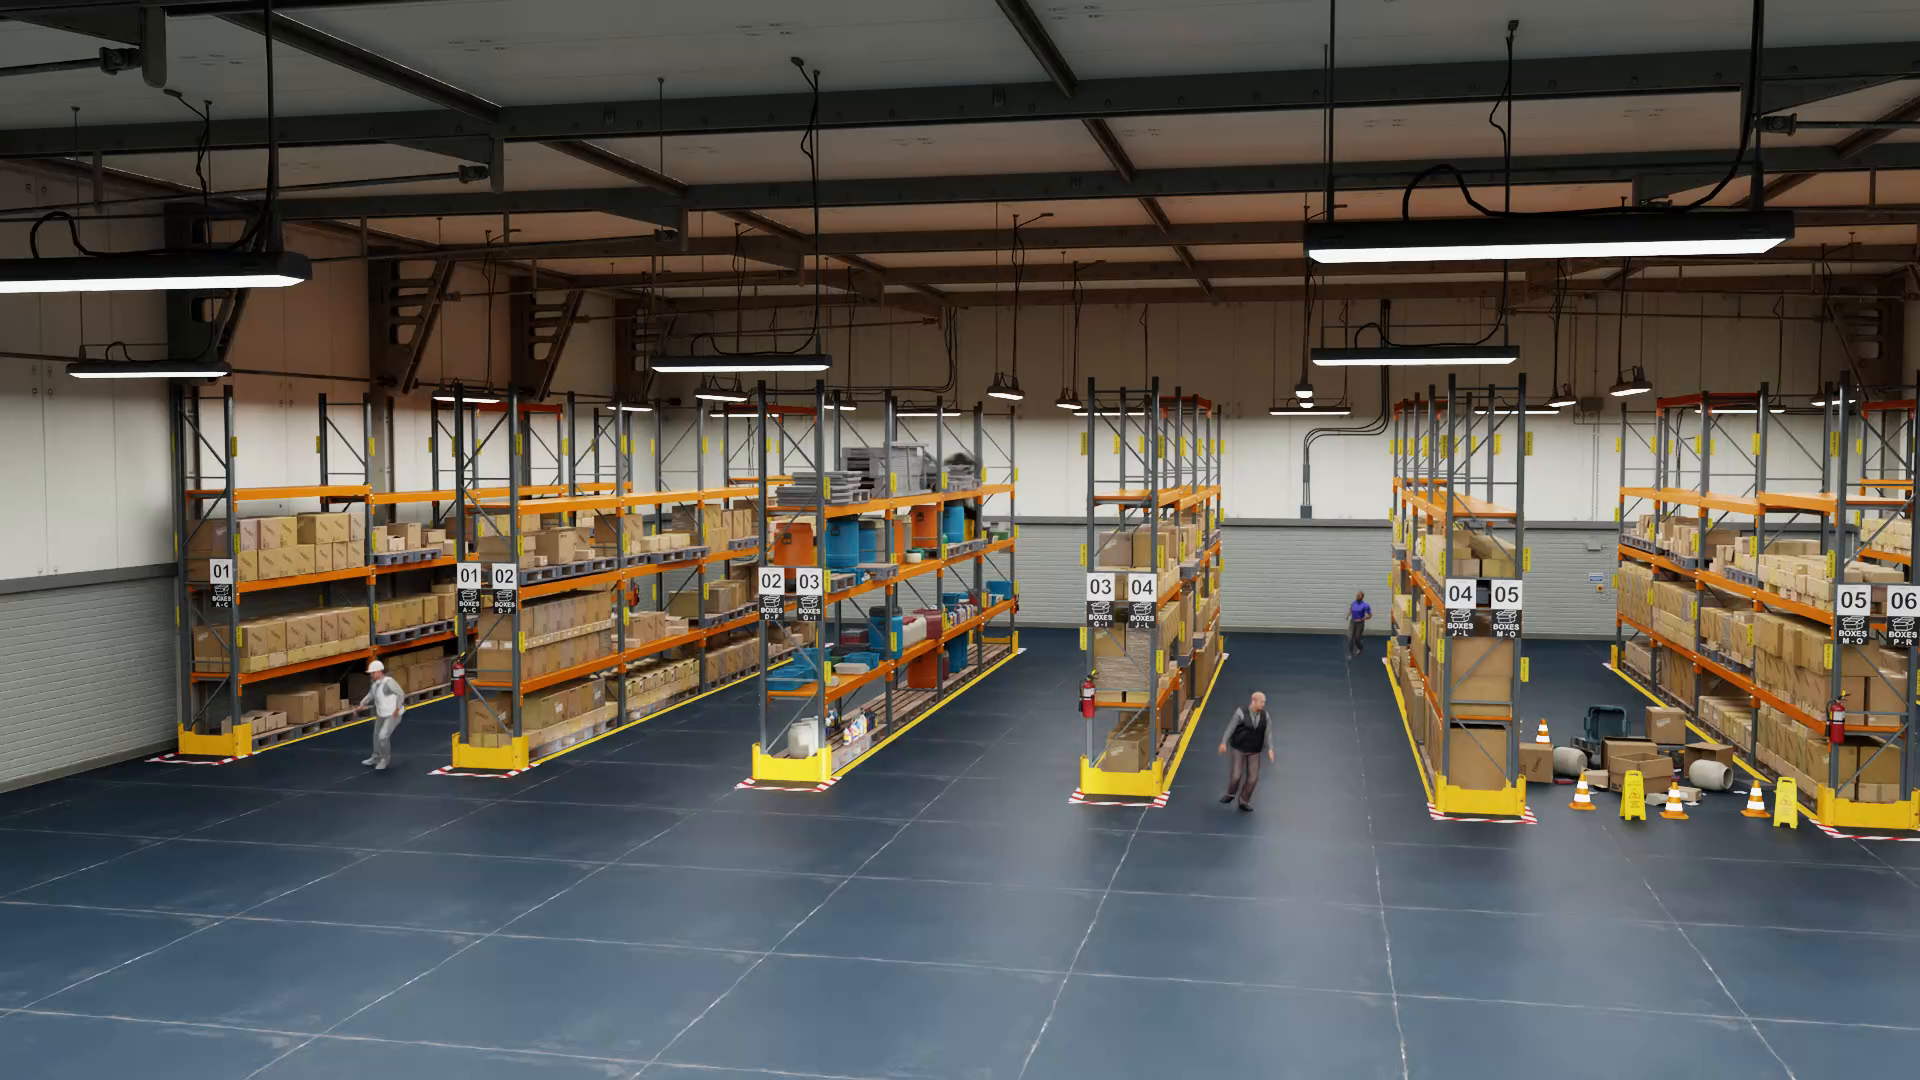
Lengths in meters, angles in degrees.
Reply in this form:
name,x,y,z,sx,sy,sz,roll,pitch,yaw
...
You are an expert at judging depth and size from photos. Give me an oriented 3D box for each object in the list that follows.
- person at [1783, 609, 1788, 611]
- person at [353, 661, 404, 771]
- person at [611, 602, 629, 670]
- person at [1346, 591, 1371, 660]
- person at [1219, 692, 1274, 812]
name,x,y,z,sx,sy,sz,roll,pitch,yaw
person,17.225,2.150,34.642,0.655,1.765,1.000,0,3,-9
person,-9.037,2.706,25.852,0.903,1.692,0.620,2,4,37
person,-7.498,2.180,36.837,0.603,1.644,0.806,-2,4,-27
person,9.441,2.023,39.301,0.616,1.632,0.707,3,4,41
person,3.921,2.890,22.795,0.692,1.673,0.567,-1,3,-13
